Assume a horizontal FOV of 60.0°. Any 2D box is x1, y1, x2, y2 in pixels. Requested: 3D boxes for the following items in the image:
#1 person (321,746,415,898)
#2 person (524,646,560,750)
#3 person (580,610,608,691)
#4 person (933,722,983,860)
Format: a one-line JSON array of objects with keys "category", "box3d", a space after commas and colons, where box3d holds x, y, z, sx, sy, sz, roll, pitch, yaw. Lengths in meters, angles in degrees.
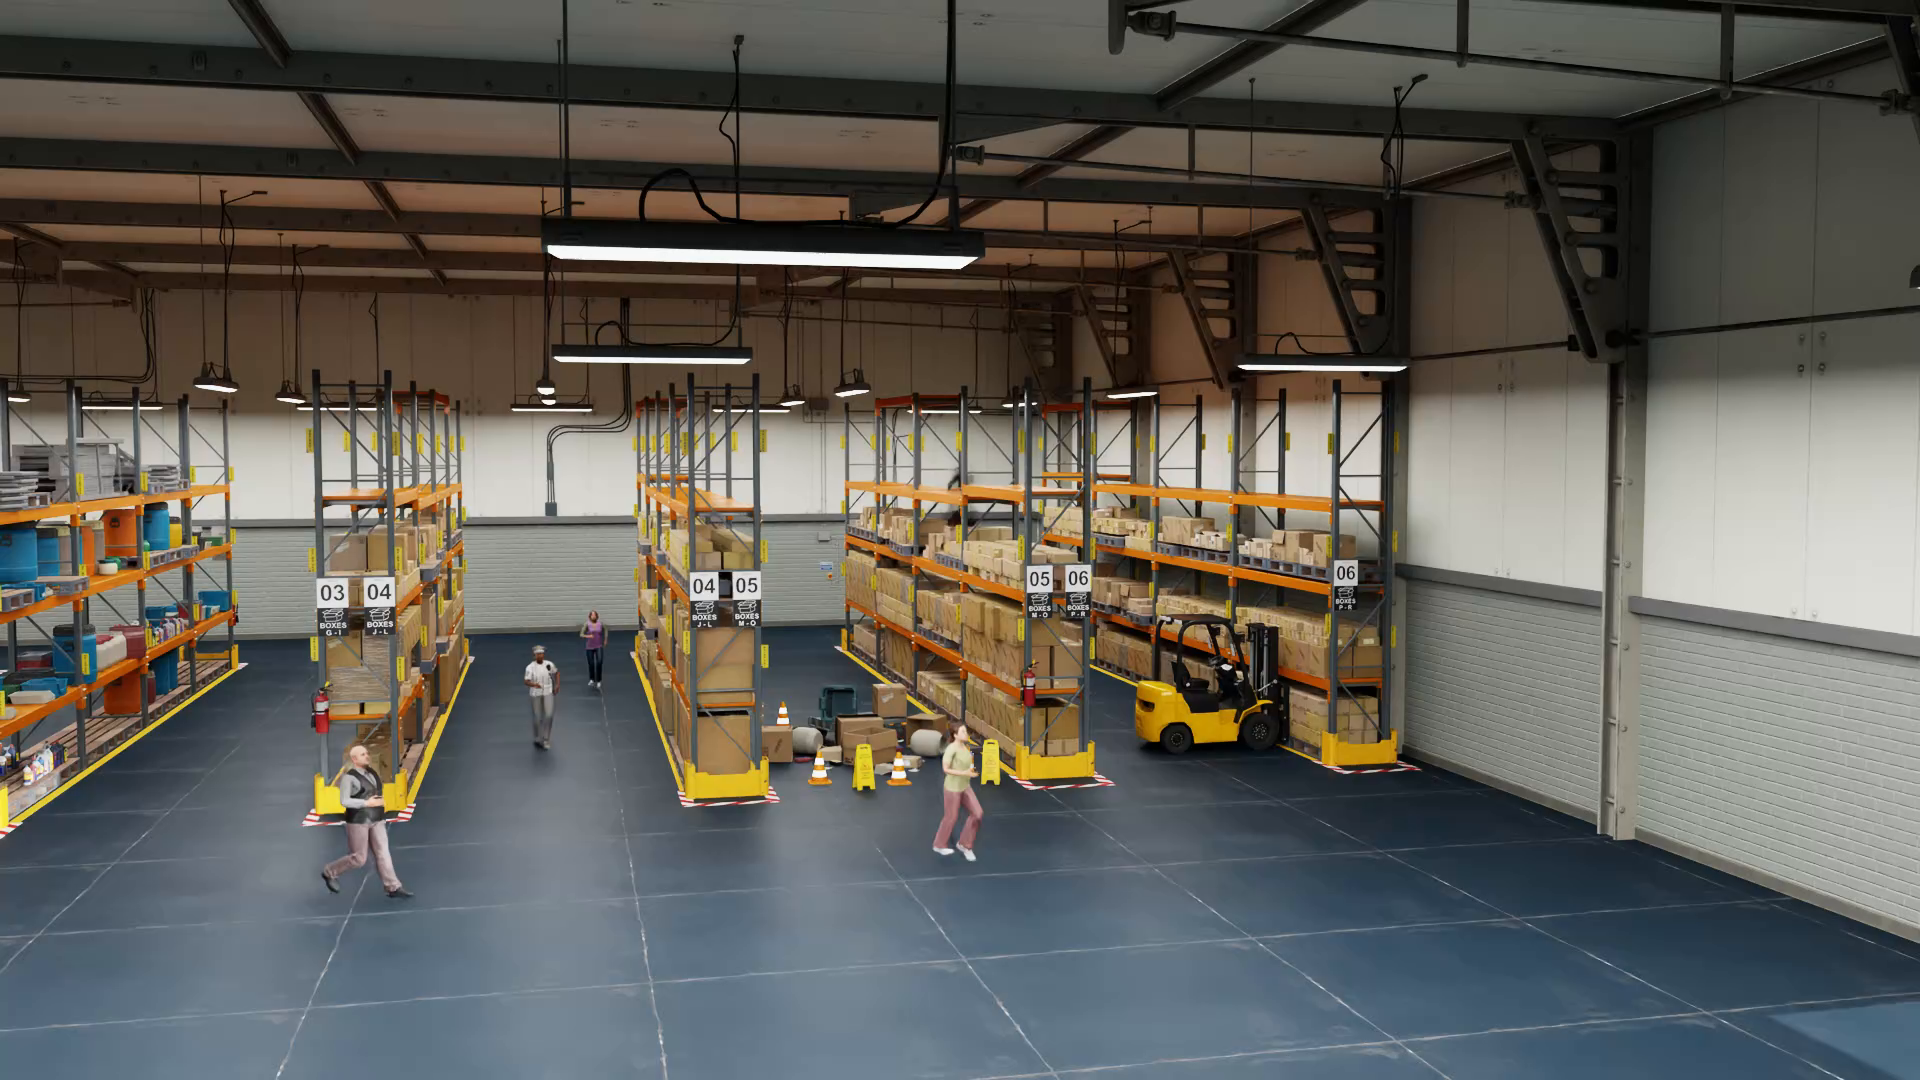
[{"category": "person", "box3d": [-6.456, 3.072, 18.125, 1.079, 1.667, 0.673, 1, 3, 19]}, {"category": "person", "box3d": [-6.894, 2.595, 27.465, 0.581, 1.728, 0.734, -1, 3, -18]}, {"category": "person", "box3d": [-7.465, 2.254, 33.941, 0.585, 1.618, 0.675, -1, 3, -18]}, {"category": "person", "box3d": [-0.037, 3.000, 19.975, 0.690, 1.647, 0.566, 2, 4, 36]}]
